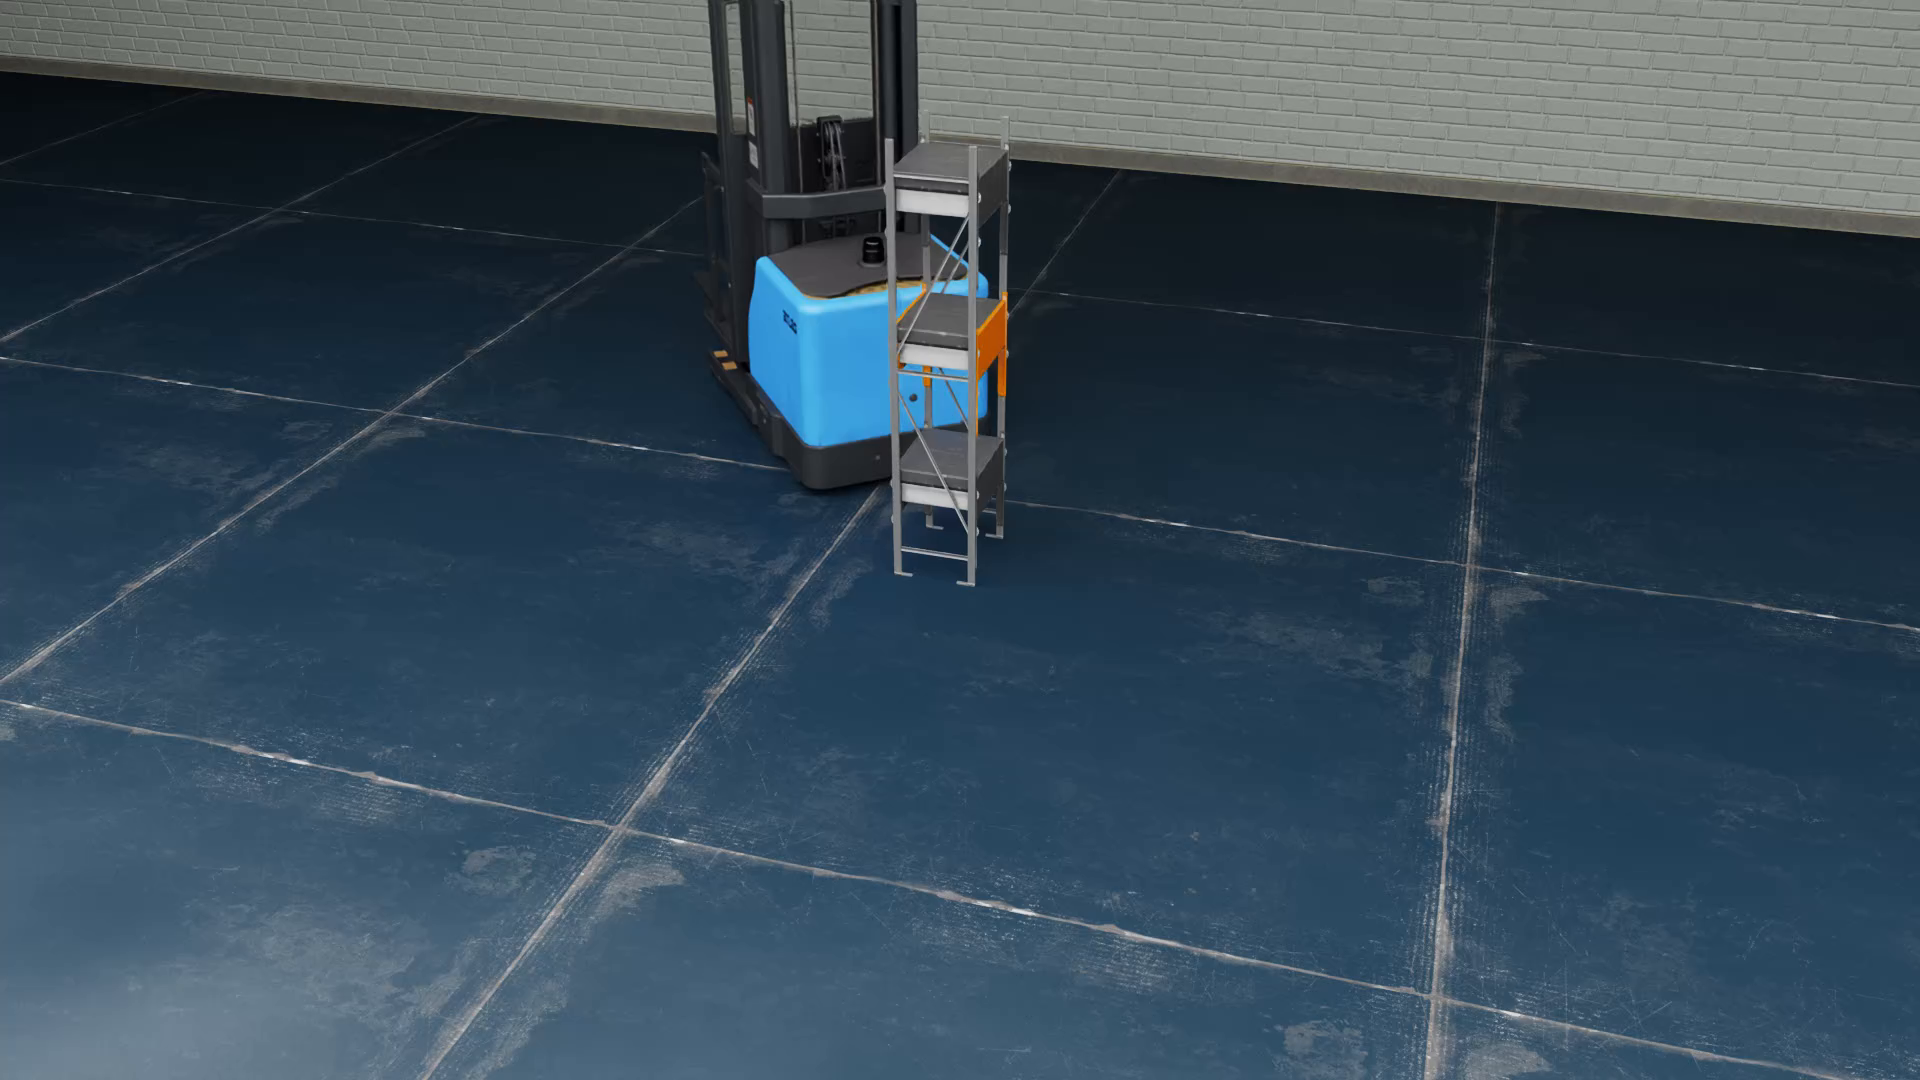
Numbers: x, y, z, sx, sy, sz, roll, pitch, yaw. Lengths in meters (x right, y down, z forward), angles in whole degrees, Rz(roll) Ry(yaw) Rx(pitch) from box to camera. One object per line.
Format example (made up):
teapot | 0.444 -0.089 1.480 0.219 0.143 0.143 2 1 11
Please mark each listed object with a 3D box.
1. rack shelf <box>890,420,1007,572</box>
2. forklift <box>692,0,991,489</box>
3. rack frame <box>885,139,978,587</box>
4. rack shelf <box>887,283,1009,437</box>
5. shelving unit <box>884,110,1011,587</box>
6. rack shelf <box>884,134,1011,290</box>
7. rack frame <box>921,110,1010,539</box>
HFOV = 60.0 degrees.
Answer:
rack shelf | -0.049 -0.217 7.948 0.431 0.518 0.480 8 30 15
forklift | -0.871 -2.239 9.260 1.130 2.935 3.031 -11 31 -20
rack frame | -0.120 -0.727 7.397 0.400 2.100 0.015 8 30 15
rack shelf | -0.049 -0.829 7.608 0.431 0.518 0.480 8 30 15
shelving unit | -0.049 -0.841 7.601 0.431 2.100 0.503 8 30 15
rack shelf | -0.049 -1.440 7.268 0.431 0.518 0.480 8 30 15
rack frame | 0.023 -0.954 7.805 0.400 2.100 0.015 8 30 15
